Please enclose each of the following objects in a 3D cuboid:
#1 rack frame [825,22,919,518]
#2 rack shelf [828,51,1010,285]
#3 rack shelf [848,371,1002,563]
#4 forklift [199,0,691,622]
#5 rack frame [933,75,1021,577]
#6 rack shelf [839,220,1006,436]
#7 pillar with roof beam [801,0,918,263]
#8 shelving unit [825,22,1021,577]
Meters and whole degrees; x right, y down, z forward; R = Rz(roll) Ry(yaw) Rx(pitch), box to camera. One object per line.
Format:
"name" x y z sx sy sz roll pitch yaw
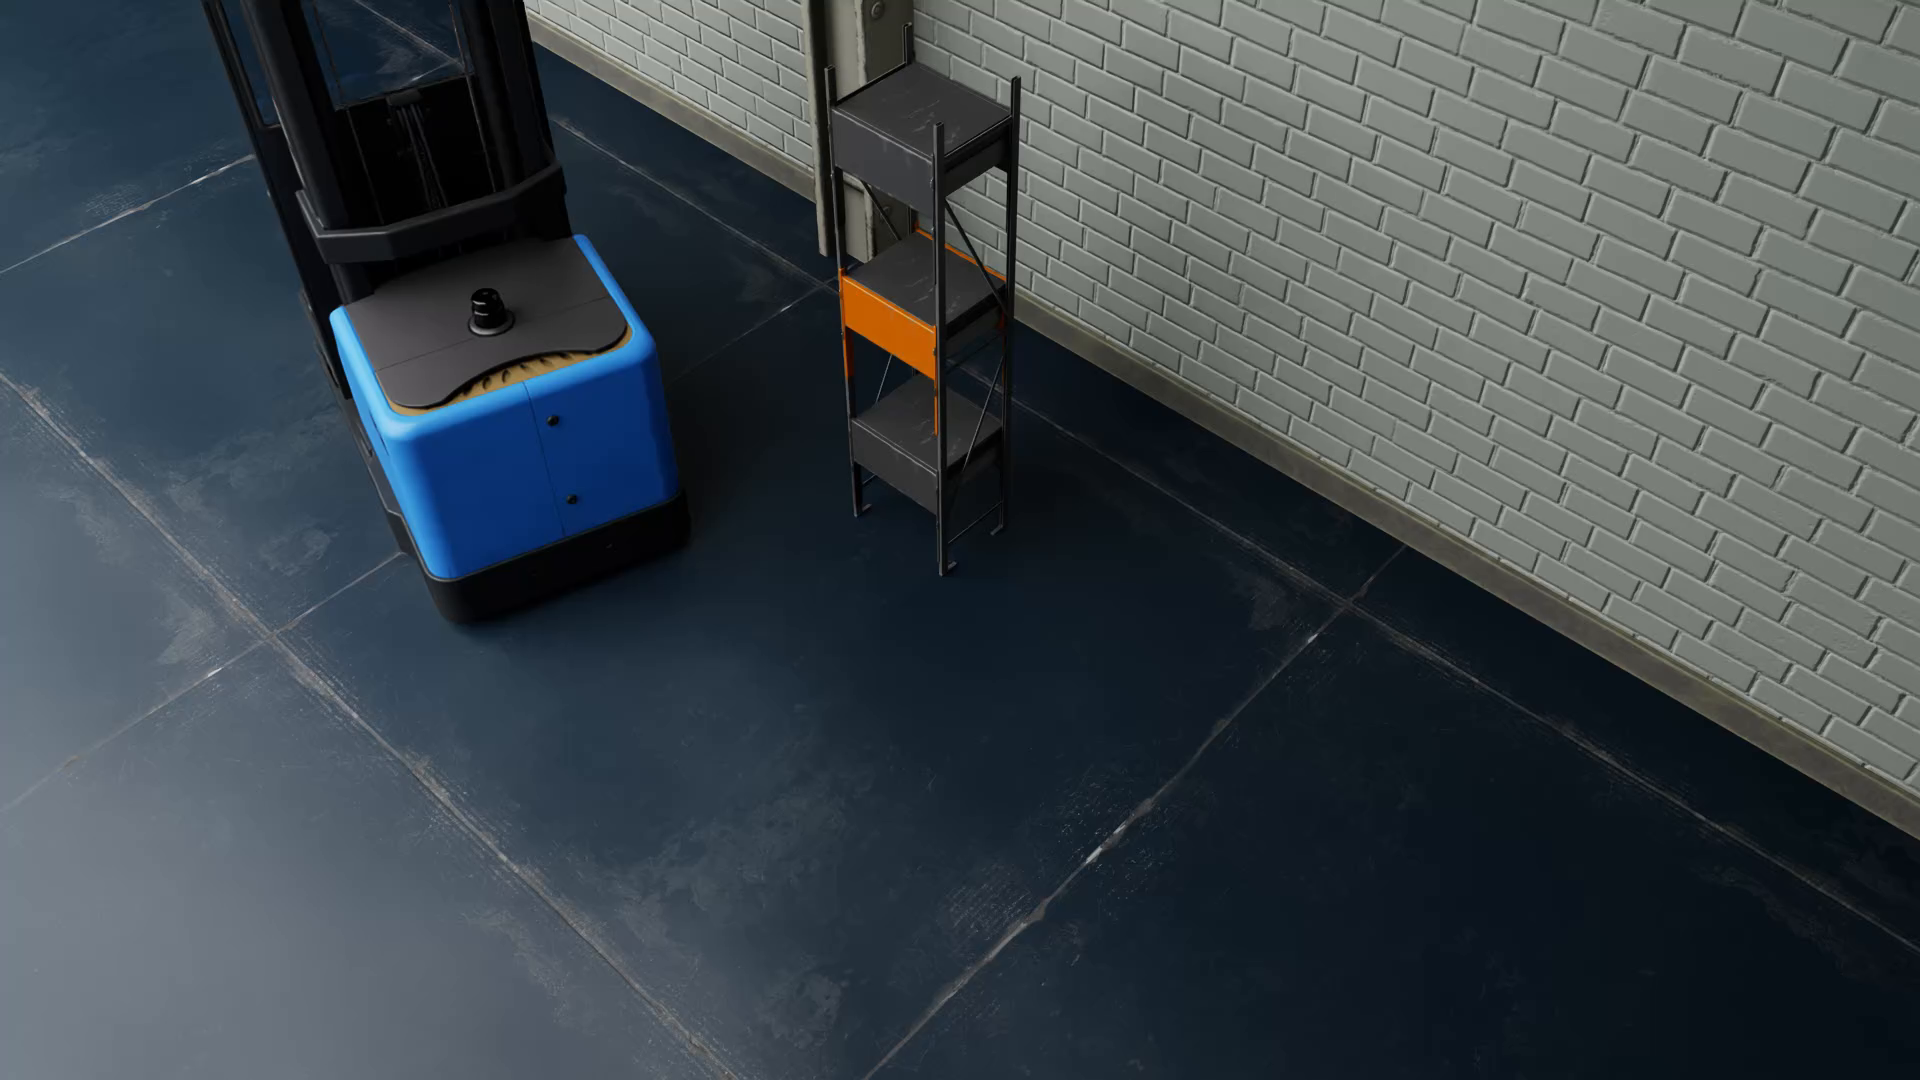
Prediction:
"rack frame" -0.301 -0.921 6.283 0.015 2.100 0.400 34 55 28
"rack shelf" -0.122 -1.270 5.670 0.480 0.518 0.431 34 55 28
"rack shelf" -0.122 -0.312 6.690 0.480 0.518 0.431 34 55 28
"forklift" -2.254 -1.756 6.497 1.130 2.935 3.031 -22 51 -19
"rack frame" 0.058 -0.680 6.057 0.015 2.100 0.400 34 55 28
"rack shelf" -0.122 -0.791 6.180 0.480 0.518 0.431 34 55 28
"pillar with roof beam" -3.365 -2.176 2.729 0.400 9.000 9.100 34 55 28
"shelving unit" -0.122 -0.801 6.170 0.503 2.100 0.431 34 55 28
